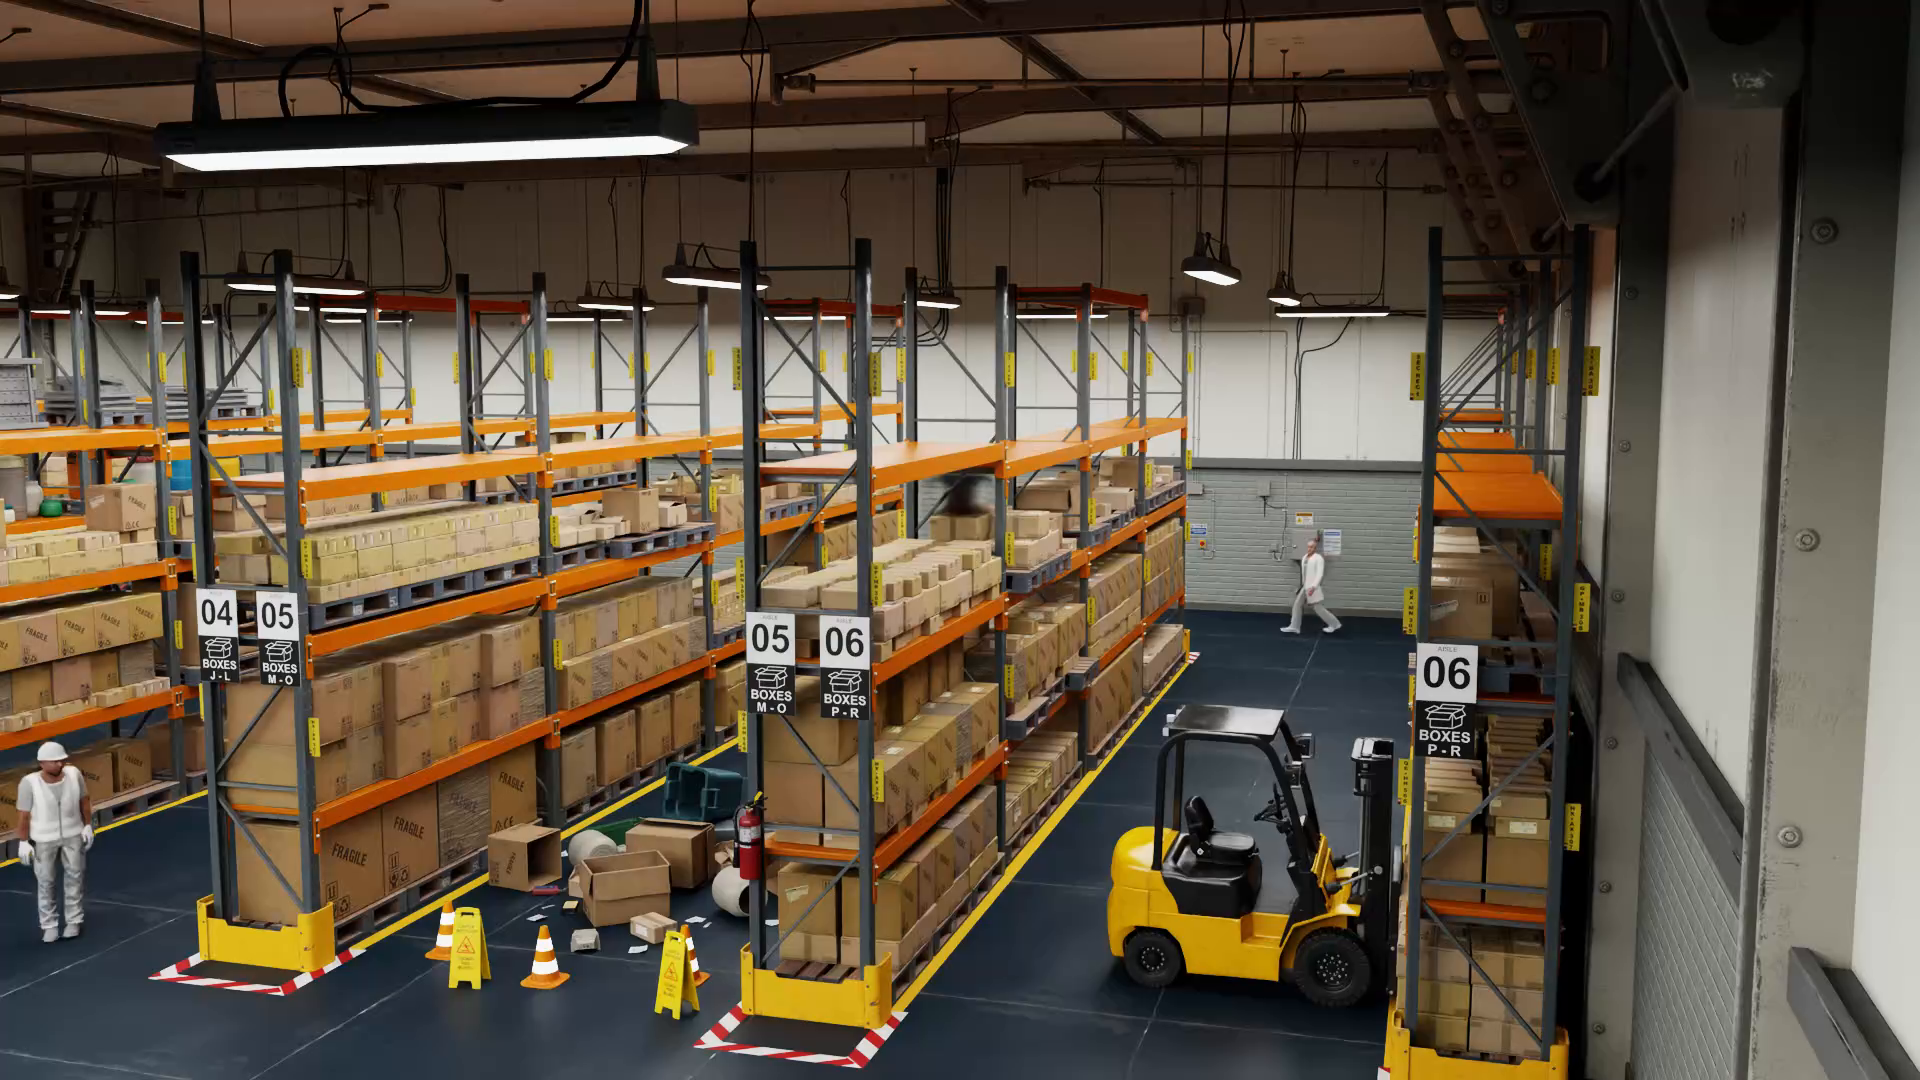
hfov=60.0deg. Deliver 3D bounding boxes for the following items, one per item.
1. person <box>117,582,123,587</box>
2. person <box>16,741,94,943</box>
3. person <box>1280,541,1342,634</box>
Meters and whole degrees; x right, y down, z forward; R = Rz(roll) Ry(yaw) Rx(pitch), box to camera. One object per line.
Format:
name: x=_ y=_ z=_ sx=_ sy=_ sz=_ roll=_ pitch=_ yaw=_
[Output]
person: x=-18.067 y=0.330 z=35.530 sx=0.680 sy=1.693 sz=0.578 roll=2 pitch=7 yaw=16
person: x=-7.990 y=2.646 z=14.693 sx=0.605 sy=1.792 sz=0.450 roll=-6 pitch=8 yaw=-41
person: x=6.483 y=0.873 z=30.650 sx=1.096 sy=1.734 sz=0.640 roll=0 pitch=6 yaw=-3
